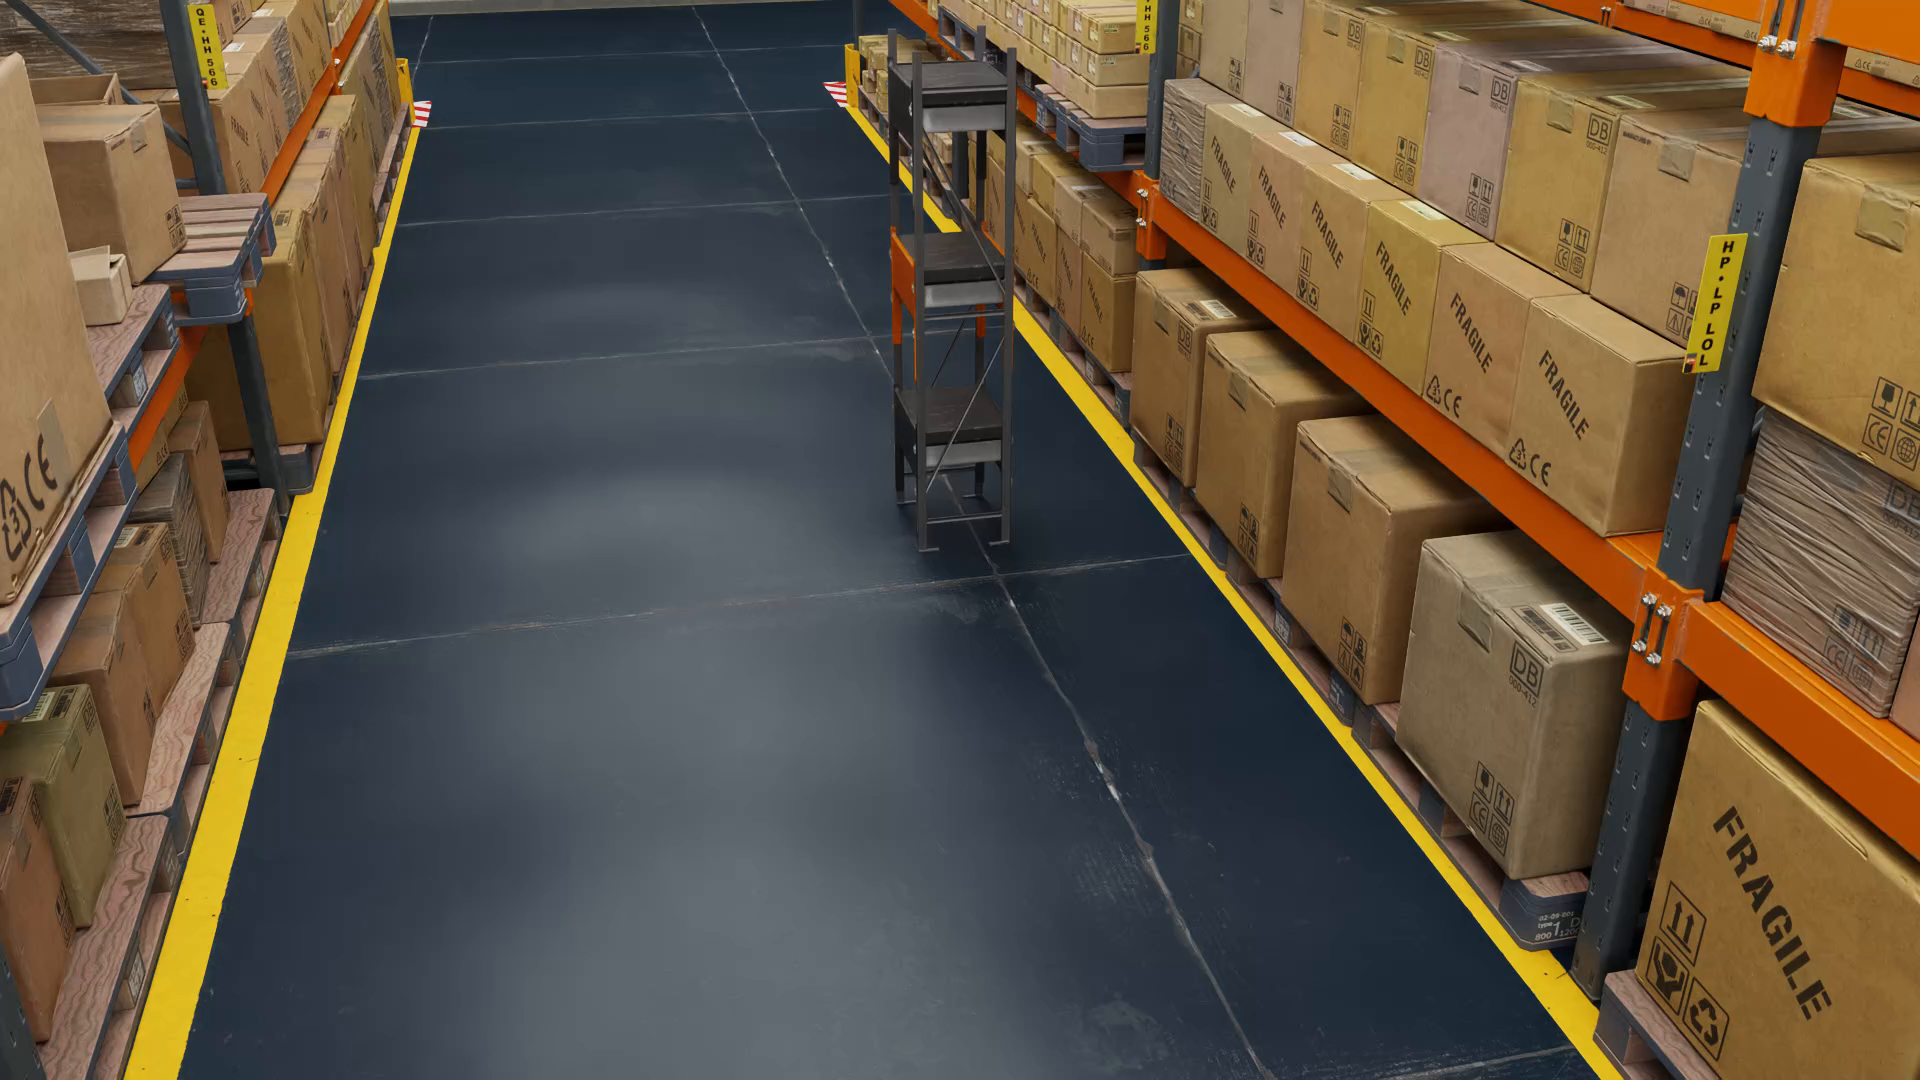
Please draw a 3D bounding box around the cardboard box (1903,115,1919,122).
[{"bbox_3d":[6.071,-1.967,9.711,0.875,0.875,0.875,-6,27,-12],"label":"cardboard box"}]

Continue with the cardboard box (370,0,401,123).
[{"bbox_3d":[-5.090,-3.889,13.517,0.875,0.875,0.875,-6,27,-12],"label":"cardboard box"}]

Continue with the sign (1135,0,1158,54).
[{"bbox_3d":[0.819,-2.292,7.265,0.100,0.325,0.005,-6,27,-12],"label":"sign"}]

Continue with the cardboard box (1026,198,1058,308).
[{"bbox_3d":[0.695,-1.662,9.523,0.500,0.500,0.500,-7,28,-14],"label":"cardboard box"}]

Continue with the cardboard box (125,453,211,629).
[{"bbox_3d":[-3.201,0.043,6.121,0.700,0.500,0.500,-8,28,-16],"label":"cardboard box"}]

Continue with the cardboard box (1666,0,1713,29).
[{"bbox_3d":[5.205,-3.659,11.337,0.500,0.250,0.500,-7,28,-13],"label":"cardboard box"}]

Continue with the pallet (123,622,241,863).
[{"bbox_3d":[-3.063,0.712,5.605,1.003,0.211,1.213,-6,27,-12],"label":"pallet"}]

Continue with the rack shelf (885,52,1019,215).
[{"bbox_3d":[-0.037,-1.623,6.612,0.431,0.518,0.480,-6,27,-12],"label":"rack shelf"}]

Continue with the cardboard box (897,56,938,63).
[{"bbox_3d":[-0.369,-3.842,13.571,0.380,0.149,0.250,-5,27,-10],"label":"cardboard box"}]

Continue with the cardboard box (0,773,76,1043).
[{"bbox_3d":[-2.725,0.993,4.239,0.700,0.500,0.500,-8,28,-16],"label":"cardboard box"}]

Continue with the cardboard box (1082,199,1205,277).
[{"bbox_3d":[0.936,-1.550,8.467,0.500,0.250,0.500,-7,28,-13],"label":"cardboard box"}]

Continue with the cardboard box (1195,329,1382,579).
[{"bbox_3d":[1.596,-0.393,6.730,1.050,0.750,0.750,-6,27,-11],"label":"cardboard box"}]

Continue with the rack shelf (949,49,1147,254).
[{"bbox_3d":[0.895,-2.427,9.527,1.077,0.370,4.000,-6,27,-12],"label":"rack shelf"}]

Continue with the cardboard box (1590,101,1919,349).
[{"bbox_3d":[2.130,-0.822,4.329,0.700,0.500,0.500,-6,27,-12],"label":"cardboard box"}]

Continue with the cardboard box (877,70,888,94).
[{"bbox_3d":[-0.489,-3.825,13.867,0.380,0.149,0.250,-5,27,-10],"label":"cardboard box"}]

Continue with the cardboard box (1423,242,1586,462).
[{"bbox_3d":[1.756,-0.582,4.963,0.500,0.500,0.500,-6,27,-12],"label":"cardboard box"}]

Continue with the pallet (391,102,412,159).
[{"bbox_3d":[-5.056,-3.334,13.622,1.003,0.211,1.213,-6,27,-12],"label":"pallet"}]

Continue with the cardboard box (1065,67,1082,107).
[{"bbox_3d":[0.733,-2.224,8.140,0.380,0.149,0.250,-6,27,-12],"label":"cardboard box"}]

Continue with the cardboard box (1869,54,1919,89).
[{"bbox_3d":[5.649,-2.768,9.572,0.500,0.250,0.500,-5,27,-11],"label":"cardboard box"}]

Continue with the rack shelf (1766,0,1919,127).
[{"bbox_3d":[2.698,-0.254,1.893,1.077,0.370,4.000,-6,27,-12],"label":"rack shelf"}]

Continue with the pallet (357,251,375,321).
[{"bbox_3d":[-4.163,-1.591,10.167,1.003,0.211,1.213,-6,27,-12],"label":"pallet"}]

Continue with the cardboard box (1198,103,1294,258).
[{"bbox_3d":[1.301,-1.467,6.716,0.500,0.500,0.500,-6,27,-12],"label":"cardboard box"}]

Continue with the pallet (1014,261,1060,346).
[{"bbox_3d":[0.900,-1.503,9.993,1.003,0.211,1.213,-6,27,-12],"label":"pallet"}]

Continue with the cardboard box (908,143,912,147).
[{"bbox_3d":[-0.209,-3.132,12.825,0.380,0.149,0.250,-6,27,-12],"label":"cardboard box"}]

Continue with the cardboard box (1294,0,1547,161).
[{"bbox_3d":[1.671,-1.716,6.100,0.700,0.500,0.500,-6,27,-12],"label":"cardboard box"}]

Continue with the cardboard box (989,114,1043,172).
[{"bbox_3d":[0.476,-2.447,10.246,0.500,0.250,0.500,-5,27,-10],"label":"cardboard box"}]

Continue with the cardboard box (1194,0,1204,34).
[{"bbox_3d":[1.367,-2.551,8.128,0.380,0.149,0.250,-7,28,-13],"label":"cardboard box"}]

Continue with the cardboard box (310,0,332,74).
[{"bbox_3d":[-4.039,-3.034,9.820,0.500,0.500,0.500,-6,27,-11],"label":"cardboard box"}]

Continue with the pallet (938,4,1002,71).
[{"bbox_3d":[0.475,-3.190,10.454,1.003,0.211,1.213,-6,27,-12],"label":"pallet"}]

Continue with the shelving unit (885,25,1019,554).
[{"bbox_3d":[-0.037,-1.010,6.921,0.431,2.100,0.503,-6,27,-12],"label":"shelving unit"}]

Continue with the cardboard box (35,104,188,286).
[{"bbox_3d":[-3.125,-1.175,5.671,0.700,0.500,0.500,-2,27,-4],"label":"cardboard box"}]

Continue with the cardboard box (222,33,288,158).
[{"bbox_3d":[-3.591,-2.147,8.063,0.500,0.500,0.500,-6,27,-13],"label":"cardboard box"}]

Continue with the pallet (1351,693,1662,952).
[{"bbox_3d":[2.000,0.800,5.431,1.003,0.211,1.213,-6,27,-12],"label":"pallet"}]

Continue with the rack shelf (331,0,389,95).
[{"bbox_3d":[-4.861,-3.723,12.096,1.077,0.370,4.000,-6,27,-12],"label":"rack shelf"}]

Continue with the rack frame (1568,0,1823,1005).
[{"bbox_3d":[2.247,-0.114,4.146,1.000,3.000,0.127,-6,27,-12],"label":"rack frame"}]

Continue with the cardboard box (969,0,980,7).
[{"bbox_3d":[0.263,-3.273,9.889,0.380,0.149,0.250,-7,28,-14],"label":"cardboard box"}]

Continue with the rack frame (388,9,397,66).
[{"bbox_3d":[-5.312,-4.922,13.674,1.000,3.000,0.127,-6,27,-12],"label":"rack frame"}]

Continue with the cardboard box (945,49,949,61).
[{"bbox_3d":[0.089,-4.018,13.920,0.380,0.149,0.250,-7,28,-14],"label":"cardboard box"}]

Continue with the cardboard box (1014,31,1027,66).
[{"bbox_3d":[0.503,-2.679,9.041,0.380,0.149,0.250,-5,27,-10],"label":"cardboard box"}]

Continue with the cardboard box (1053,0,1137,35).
[{"bbox_3d":[0.675,-2.605,8.234,0.380,0.149,0.250,-5,27,-10],"label":"cardboard box"}]

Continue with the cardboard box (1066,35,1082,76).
[{"bbox_3d":[0.729,-2.366,8.090,0.380,0.149,0.250,-5,27,-10],"label":"cardboard box"}]

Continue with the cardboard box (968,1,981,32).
[{"bbox_3d":[0.261,-3.140,9.955,0.380,0.149,0.250,-6,27,-11],"label":"cardboard box"}]

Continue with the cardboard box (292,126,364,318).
[{"bbox_3d":[-4.045,-1.734,9.249,1.225,0.875,0.875,-7,28,-13],"label":"cardboard box"}]

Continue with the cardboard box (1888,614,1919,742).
[{"bbox_3d":[2.488,0.219,3.320,0.875,0.550,0.550,-6,27,-12],"label":"cardboard box"}]

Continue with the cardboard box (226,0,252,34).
[{"bbox_3d":[-3.960,-2.806,8.255,0.797,0.503,0.637,-5,27,-10],"label":"cardboard box"}]

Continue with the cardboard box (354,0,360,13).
[{"bbox_3d":[-4.446,-3.787,11.703,0.380,0.149,0.250,-6,27,-11],"label":"cardboard box"}]

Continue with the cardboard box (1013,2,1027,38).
[{"bbox_3d":[0.498,-2.815,8.980,0.380,0.149,0.250,-5,27,-10],"label":"cardboard box"}]

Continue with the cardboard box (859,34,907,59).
[{"bbox_3d":[-0.670,-4.298,14.473,0.380,0.149,0.250,-7,28,-14],"label":"cardboard box"}]

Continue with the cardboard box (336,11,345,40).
[{"bbox_3d":[-4.212,-3.333,10.804,0.380,0.149,0.250,-7,28,-13],"label":"cardboard box"}]
